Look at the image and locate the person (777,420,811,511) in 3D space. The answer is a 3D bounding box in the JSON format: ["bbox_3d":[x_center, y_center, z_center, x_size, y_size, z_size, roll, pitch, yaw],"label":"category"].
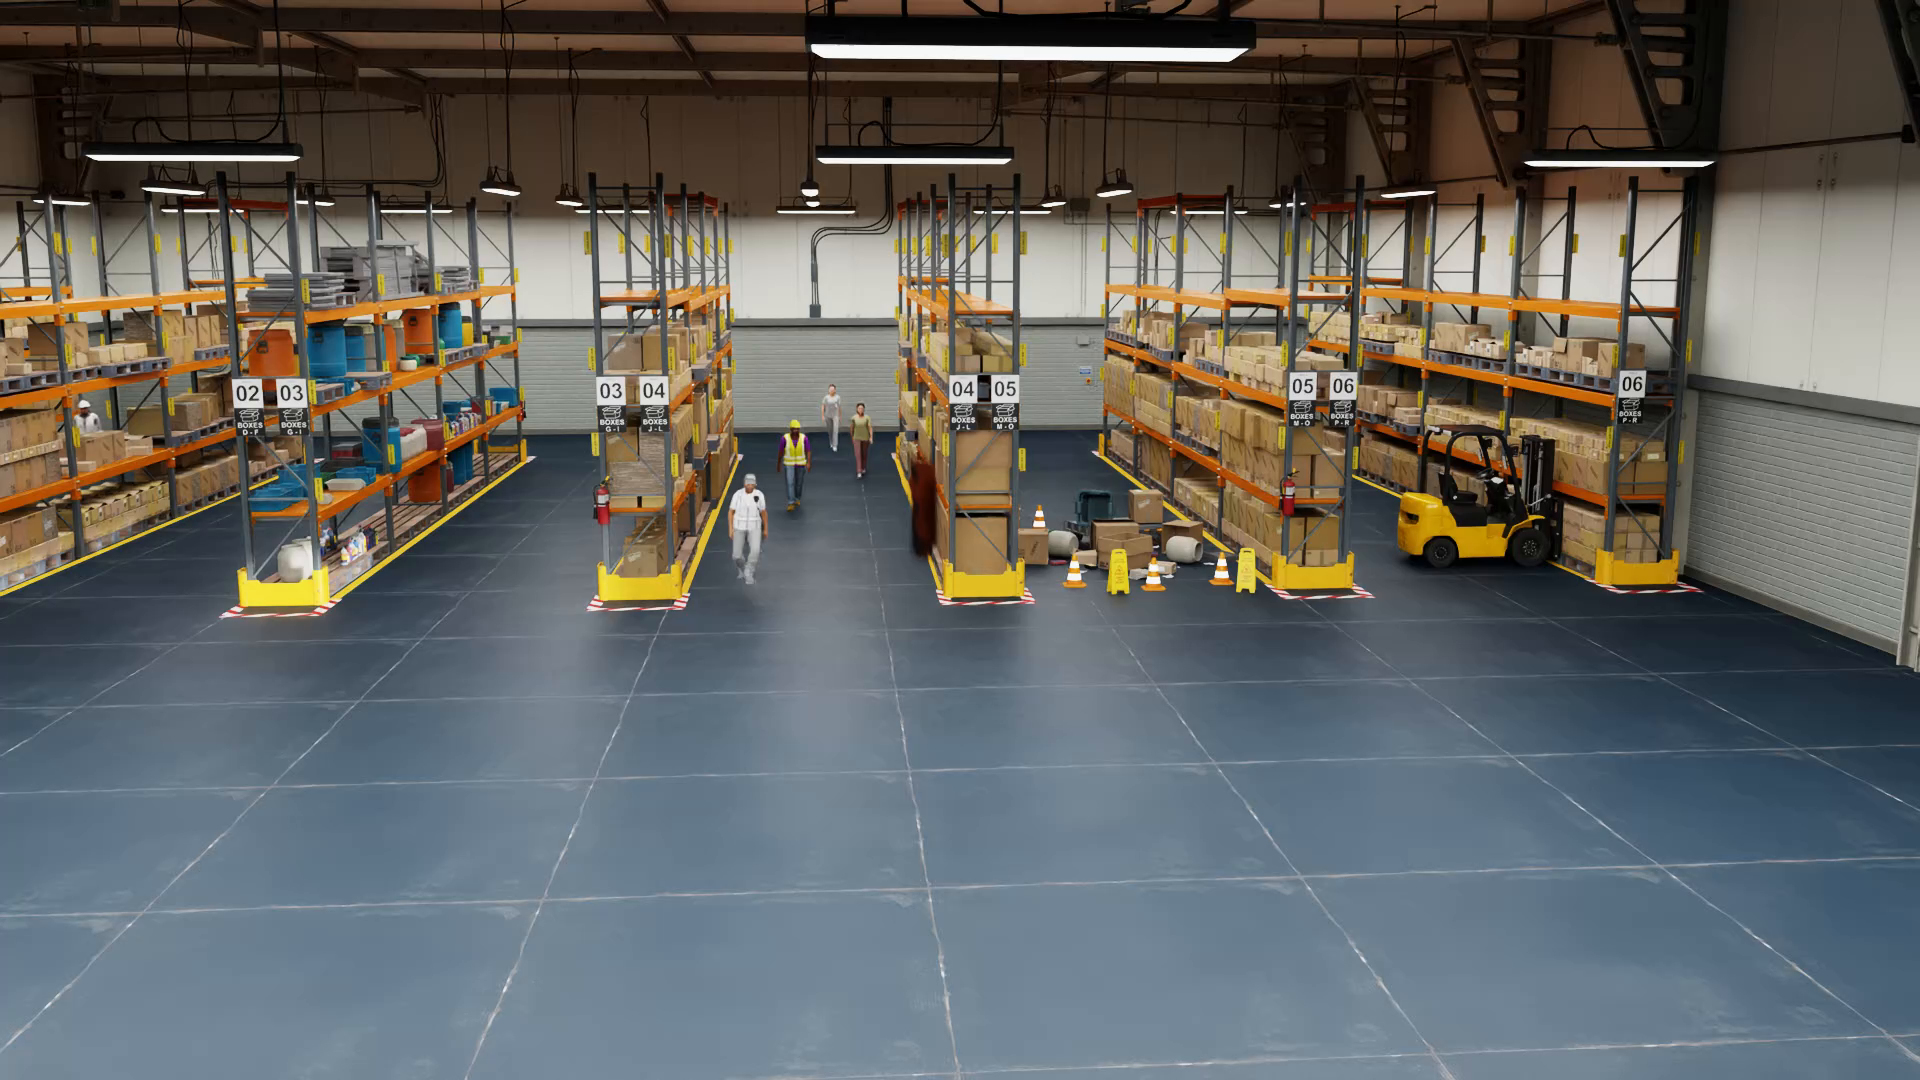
[{"bbox_3d":[-3.162,-1.448,31.809,0.636,1.694,1.067,-2,10,-13],"label":"person"}]

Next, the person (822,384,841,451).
[{"bbox_3d":[-3.180,-3.038,41.090,0.464,1.613,1.008,0,10,0],"label":"person"}]

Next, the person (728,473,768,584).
[{"bbox_3d":[-3.029,-0.180,23.805,0.560,1.557,0.778,-1,10,-8],"label":"person"}]

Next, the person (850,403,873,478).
[{"bbox_3d":[-2.157,-2.204,36.436,0.486,1.611,1.058,-1,10,-6],"label":"person"}]

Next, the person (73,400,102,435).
[{"bbox_3d":[-18.880,-2.222,36.104,0.548,1.673,0.780,-1,10,-8],"label":"person"}]
